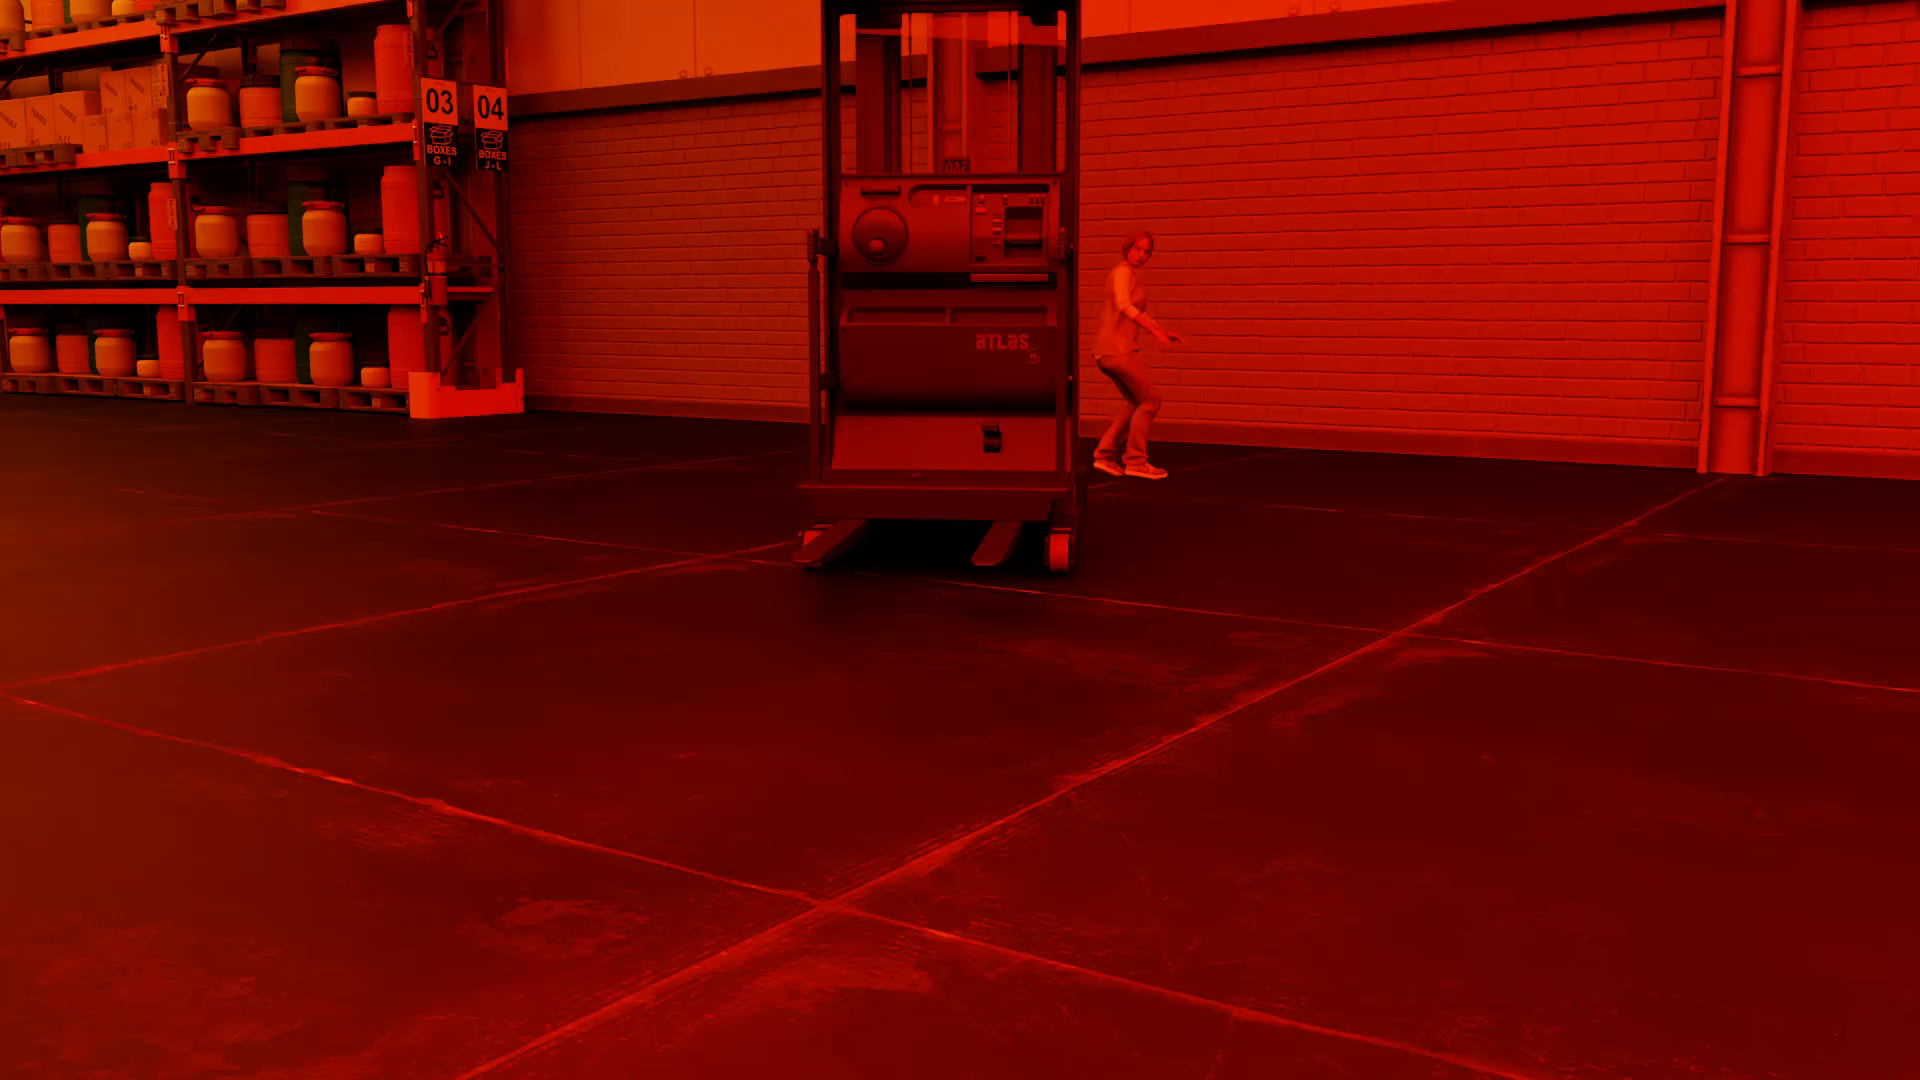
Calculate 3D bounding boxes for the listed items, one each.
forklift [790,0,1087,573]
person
[{"bbox_3d":[-0.064,-1.366,6.796,1.130,2.935,3.031,1,8,6],"label":"forklift"},{"bbox_3d":[1.118,-1.128,10.227,0.626,1.526,0.658,0,8,-3],"label":"person"}]
